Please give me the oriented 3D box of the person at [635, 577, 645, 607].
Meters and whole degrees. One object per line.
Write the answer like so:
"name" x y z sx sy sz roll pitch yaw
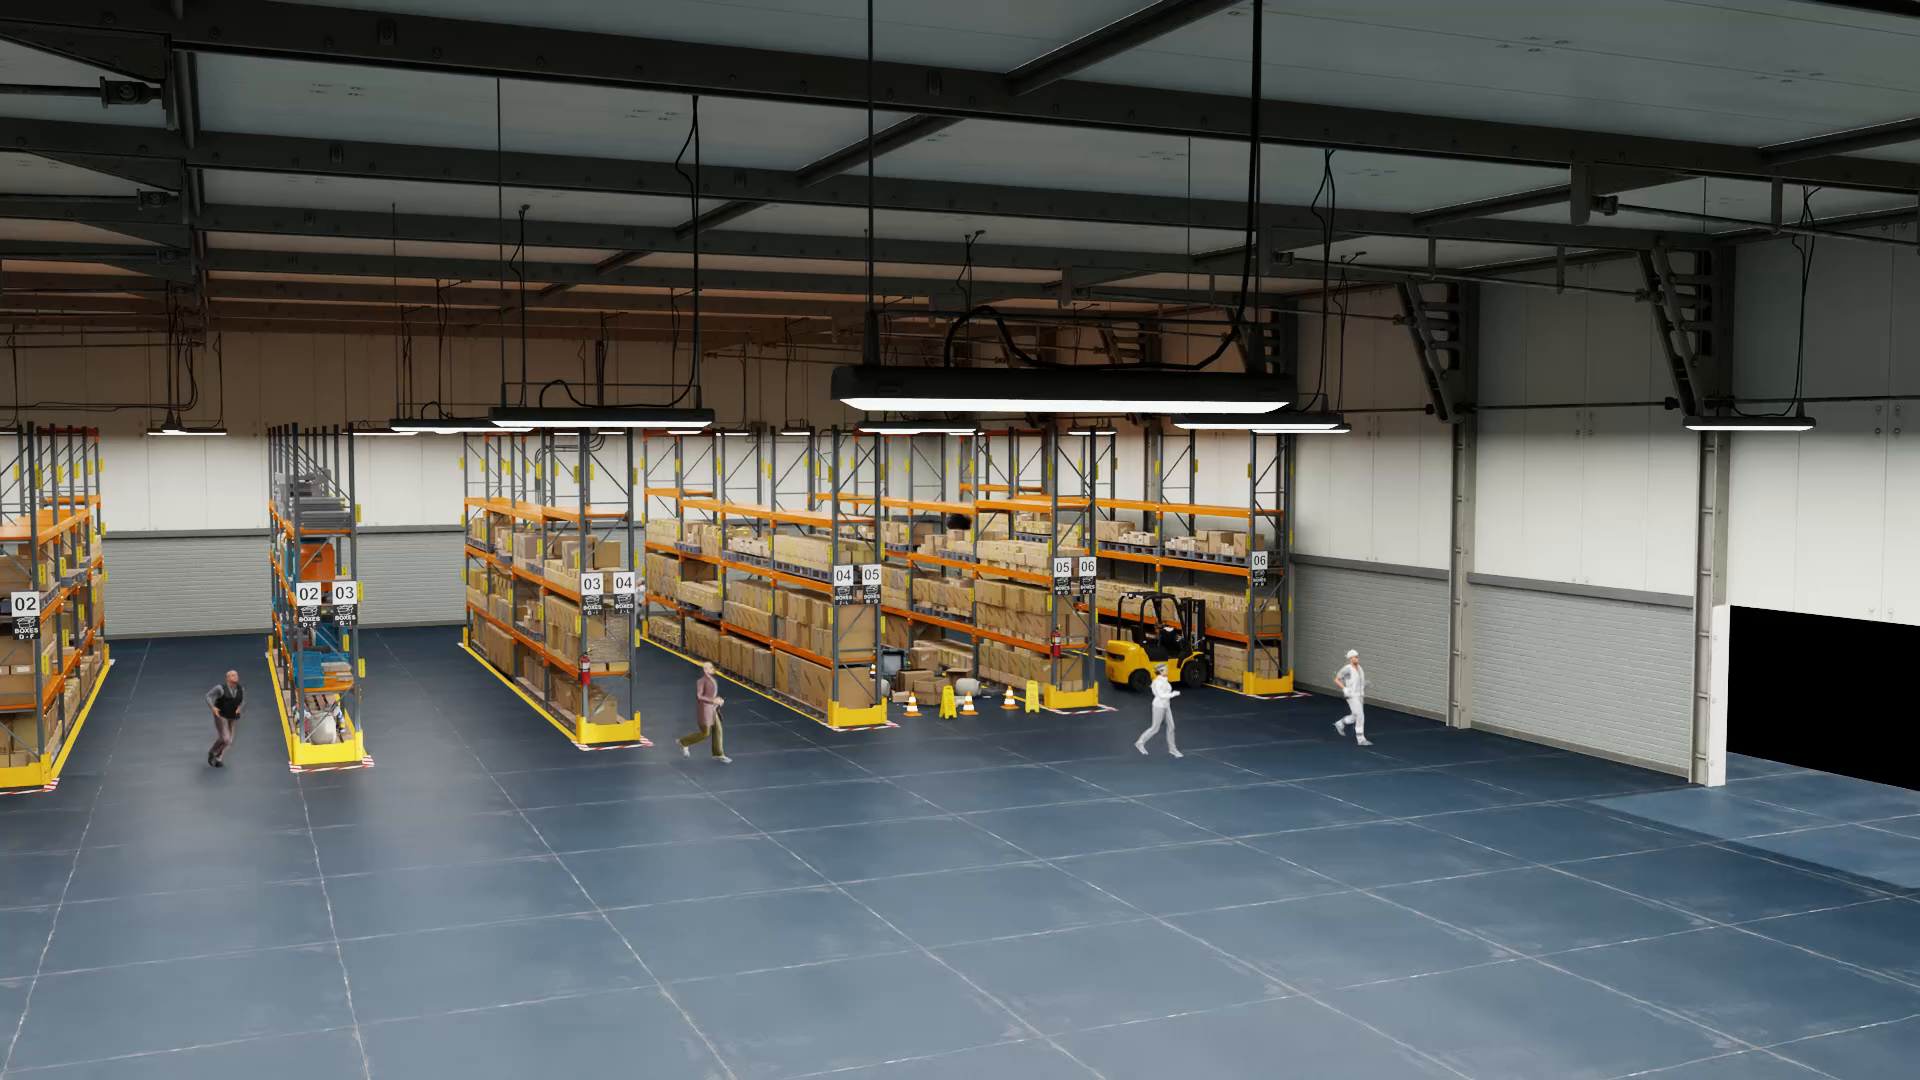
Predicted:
"person" -9.405 1.532 48.703 0.588 0.872 0.641 -2 4 -24

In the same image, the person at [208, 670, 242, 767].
"person" -12.797 3.113 28.974 0.571 1.664 0.530 3 4 37

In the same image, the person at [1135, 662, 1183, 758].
"person" 3.598 3.035 29.856 0.854 1.716 0.462 1 4 20

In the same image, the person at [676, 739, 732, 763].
"person" -4.536 3.722 29.455 0.984 0.433 0.281 1 4 16

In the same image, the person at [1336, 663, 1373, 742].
"person" 7.362 3.031 31.103 0.636 1.459 0.699 -3 5 -41
